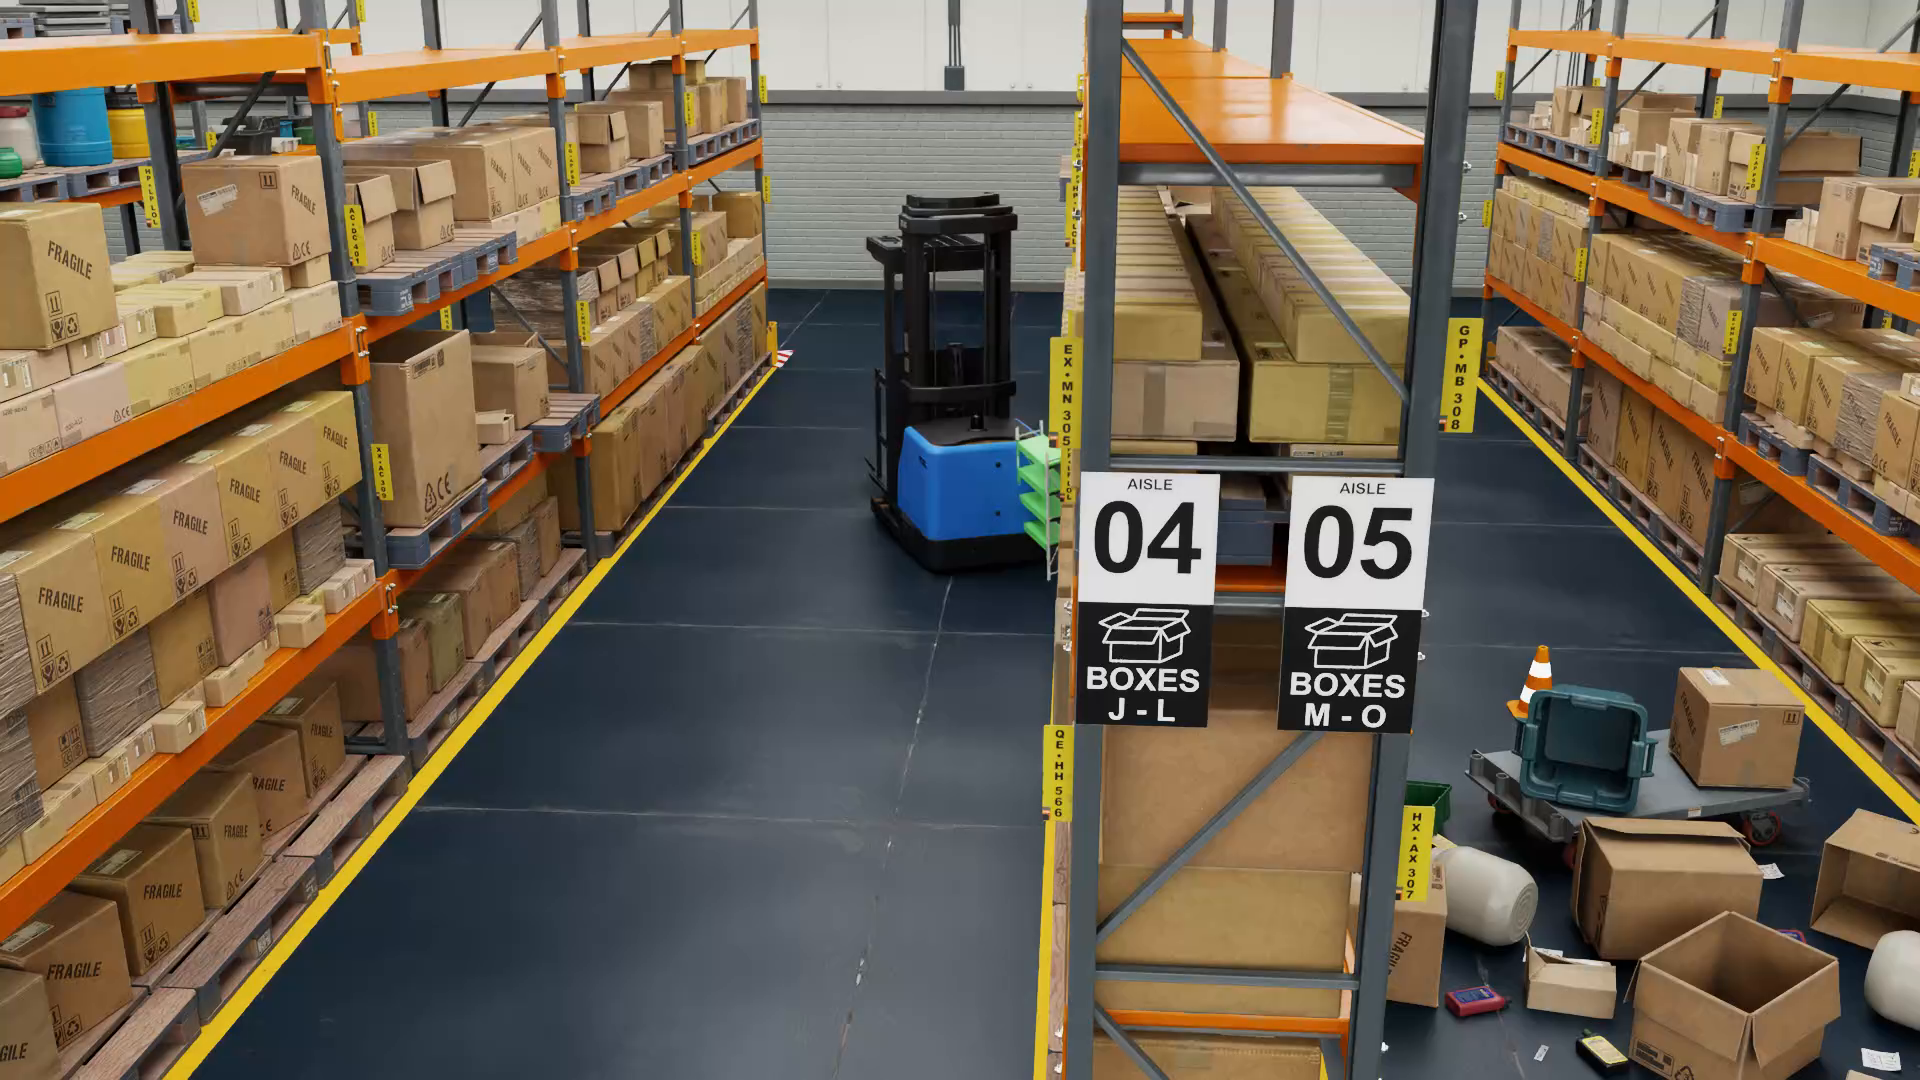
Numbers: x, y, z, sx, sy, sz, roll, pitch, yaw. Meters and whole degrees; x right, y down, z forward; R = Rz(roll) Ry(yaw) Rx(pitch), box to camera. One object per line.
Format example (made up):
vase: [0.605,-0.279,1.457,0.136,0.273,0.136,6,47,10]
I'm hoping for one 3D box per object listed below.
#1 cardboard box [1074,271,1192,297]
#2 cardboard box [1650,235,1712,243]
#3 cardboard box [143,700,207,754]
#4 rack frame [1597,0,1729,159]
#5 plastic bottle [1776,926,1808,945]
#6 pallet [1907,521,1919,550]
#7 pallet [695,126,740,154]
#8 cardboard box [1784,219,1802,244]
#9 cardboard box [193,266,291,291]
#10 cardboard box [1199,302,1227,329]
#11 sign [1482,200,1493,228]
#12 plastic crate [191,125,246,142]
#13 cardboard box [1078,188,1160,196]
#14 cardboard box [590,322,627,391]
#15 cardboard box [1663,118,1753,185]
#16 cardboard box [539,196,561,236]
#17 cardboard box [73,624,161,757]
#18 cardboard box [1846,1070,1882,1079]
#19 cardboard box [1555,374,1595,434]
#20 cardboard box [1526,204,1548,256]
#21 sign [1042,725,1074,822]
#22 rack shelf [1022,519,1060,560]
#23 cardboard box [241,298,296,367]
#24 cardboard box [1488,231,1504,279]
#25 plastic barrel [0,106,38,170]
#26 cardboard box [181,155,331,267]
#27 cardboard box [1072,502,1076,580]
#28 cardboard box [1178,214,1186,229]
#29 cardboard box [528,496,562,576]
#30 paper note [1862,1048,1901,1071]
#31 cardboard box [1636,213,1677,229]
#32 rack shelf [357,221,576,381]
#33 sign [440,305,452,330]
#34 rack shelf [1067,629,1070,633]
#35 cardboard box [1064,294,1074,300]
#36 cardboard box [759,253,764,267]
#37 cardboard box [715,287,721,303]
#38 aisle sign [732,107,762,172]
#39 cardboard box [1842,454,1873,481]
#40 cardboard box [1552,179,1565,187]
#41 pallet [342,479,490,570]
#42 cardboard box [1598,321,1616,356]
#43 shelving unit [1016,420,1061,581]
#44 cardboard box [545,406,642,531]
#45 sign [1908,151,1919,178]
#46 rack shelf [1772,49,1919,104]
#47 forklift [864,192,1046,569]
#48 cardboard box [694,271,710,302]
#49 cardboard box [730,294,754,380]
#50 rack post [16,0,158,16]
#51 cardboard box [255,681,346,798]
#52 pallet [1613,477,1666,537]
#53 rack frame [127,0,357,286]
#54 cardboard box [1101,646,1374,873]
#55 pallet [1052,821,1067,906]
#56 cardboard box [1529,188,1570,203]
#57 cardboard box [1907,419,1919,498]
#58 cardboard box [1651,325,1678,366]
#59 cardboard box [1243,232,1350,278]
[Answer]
cardboard box: [0.571,-0.797,5.510,0.380,0.149,0.250,2,18,5]
cardboard box: [6.871,-2.622,15.842,0.500,0.500,0.500,2,18,6]
cardboard box: [-3.630,0.834,7.463,0.380,0.149,0.250,1,18,4]
rack frame: [6.653,-5.095,15.520,1.000,3.000,0.127,1,18,4]
plastic bottle: [4.116,1.996,8.233,0.133,0.061,0.283,4,19,13]
pallet: [6.279,0.098,9.616,1.003,0.211,1.213,1,18,4]
pallet: [-3.073,-4.480,18.604,1.003,0.211,1.213,1,18,4]
cardboard box: [6.174,-2.214,11.948,0.380,0.149,0.250,1,18,4]
cardboard box: [-3.651,-1.336,8.466,0.380,0.149,0.250,1,18,5]
cardboard box: [0.641,-0.652,5.707,0.500,0.250,0.500,1,18,4]
sign: [6.386,-3.950,20.142,0.100,0.325,0.005,1,18,4]
plastic crate: [-8.352,-4.506,18.730,0.437,0.282,0.530,1,18,4]
cardboard box: [0.752,-1.586,7.916,0.380,0.149,0.250,1,18,3]
cardboard box: [-3.178,-1.575,14.253,0.500,0.500,0.500,1,18,2]
cardboard box: [6.203,-3.228,13.805,0.500,0.500,0.500,1,18,4]
cardboard box: [-3.308,-2.424,12.427,0.500,0.250,0.500,1,18,4]
cardboard box: [-4.030,0.590,7.166,0.875,0.500,0.500,1,18,4]
cardboard box: [3.872,2.386,6.903,0.380,0.149,0.250,12,22,32]
cardboard box: [6.805,-1.419,17.375,0.875,0.438,0.875,1,18,3]
cardboard box: [6.527,-3.391,18.187,0.500,0.500,0.500,1,18,4]
sign: [0.308,0.725,5.154,0.100,0.325,0.005,1,18,4]
rack shelf: [0.697,-0.042,13.514,0.258,0.148,0.480,-16,34,-21]
cardboard box: [-3.625,-1.025,8.158,0.500,0.250,0.500,2,18,5]
cardboard box: [6.619,-3.391,19.794,0.500,0.500,0.500,1,18,3]
plastic barrel: [-8.482,-3.577,14.812,0.433,0.535,0.433,0,18,0]
cardboard box: [-3.583,-1.687,8.496,0.500,0.500,0.500,1,18,2]
cardboard box: [0.905,-0.054,9.610,0.500,0.500,0.500,1,18,4]
cardboard box: [1.026,-1.663,9.268,0.500,0.250,0.500,1,18,5]
cardboard box: [-3.547,-0.036,13.022,0.700,0.500,0.500,0,18,1]
paper note: [4.085,2.301,7.371,0.148,0.019,0.142,8,20,23]
cardboard box: [6.934,-3.167,16.463,0.380,0.149,0.250,1,18,3]
rack shelf: [-3.662,-1.685,11.087,1.077,0.370,4.000,1,18,4]
sign: [-4.072,-1.784,13.192,0.100,0.325,0.005,1,18,4]
rack shelf: [1.278,-0.118,11.120,1.077,0.370,4.000,1,18,4]
cardboard box: [1.114,-2.088,14.753,0.380,0.149,0.250,2,18,6]
cardboard box: [-2.642,-3.470,20.600,0.380,0.149,0.250,2,18,5]
cardboard box: [-2.825,-2.675,18.174,0.380,0.149,0.250,1,18,2]
aisle sign: [-2.641,-4.959,20.563,0.394,0.787,0.004,1,18,4]
cardboard box: [5.993,-0.484,10.812,0.380,0.149,0.250,2,18,6]
cardboard box: [7.119,-4.122,19.377,0.380,0.149,0.250,2,18,5]
pallet: [-3.605,-0.124,10.291,1.003,0.211,1.213,1,18,4]
cardboard box: [6.322,-1.881,15.588,0.500,0.250,0.500,1,18,3]
shelving unit: [0.685,-0.301,13.357,0.258,1.200,0.503,-16,34,-21]
cardboard box: [-3.448,-0.627,14.256,1.225,0.875,0.875,0,18,1]
sign: [6.907,-2.660,12.076,0.100,0.325,0.005,1,18,4]
rack shelf: [6.223,-2.699,10.007,1.077,0.370,4.000,1,18,4]
forklift: [-0.176,-1.580,14.539,1.130,2.935,3.031,-5,19,-16]
cardboard box: [-2.937,-2.675,17.534,0.500,0.250,0.500,1,18,3]
cardboard box: [-2.976,-2.414,19.711,0.875,0.875,0.875,1,18,4]
rack post: [-8.264,-5.130,15.748,0.937,0.300,0.954,1,18,3]
cardboard box: [-3.874,1.131,9.494,0.500,0.500,0.500,1,18,2]
pallet: [6.588,-0.298,14.992,1.003,0.211,1.213,1,18,4]
rack frame: [-3.805,-2.831,8.612,1.000,3.000,0.127,1,18,4]
cardboard box: [0.913,0.705,5.479,0.875,0.550,0.550,1,18,4]
pallet: [1.002,1.721,8.831,1.003,0.211,1.213,1,18,4]
cardboard box: [6.530,-3.811,18.427,0.380,0.149,0.250,1,18,4]
cardboard box: [5.918,-0.450,9.668,0.500,0.500,0.500,1,18,4]
cardboard box: [6.197,-1.643,14.057,0.500,0.250,0.500,1,18,2]
cardboard box: [1.300,-1.099,6.430,0.380,0.149,0.250,2,18,5]
